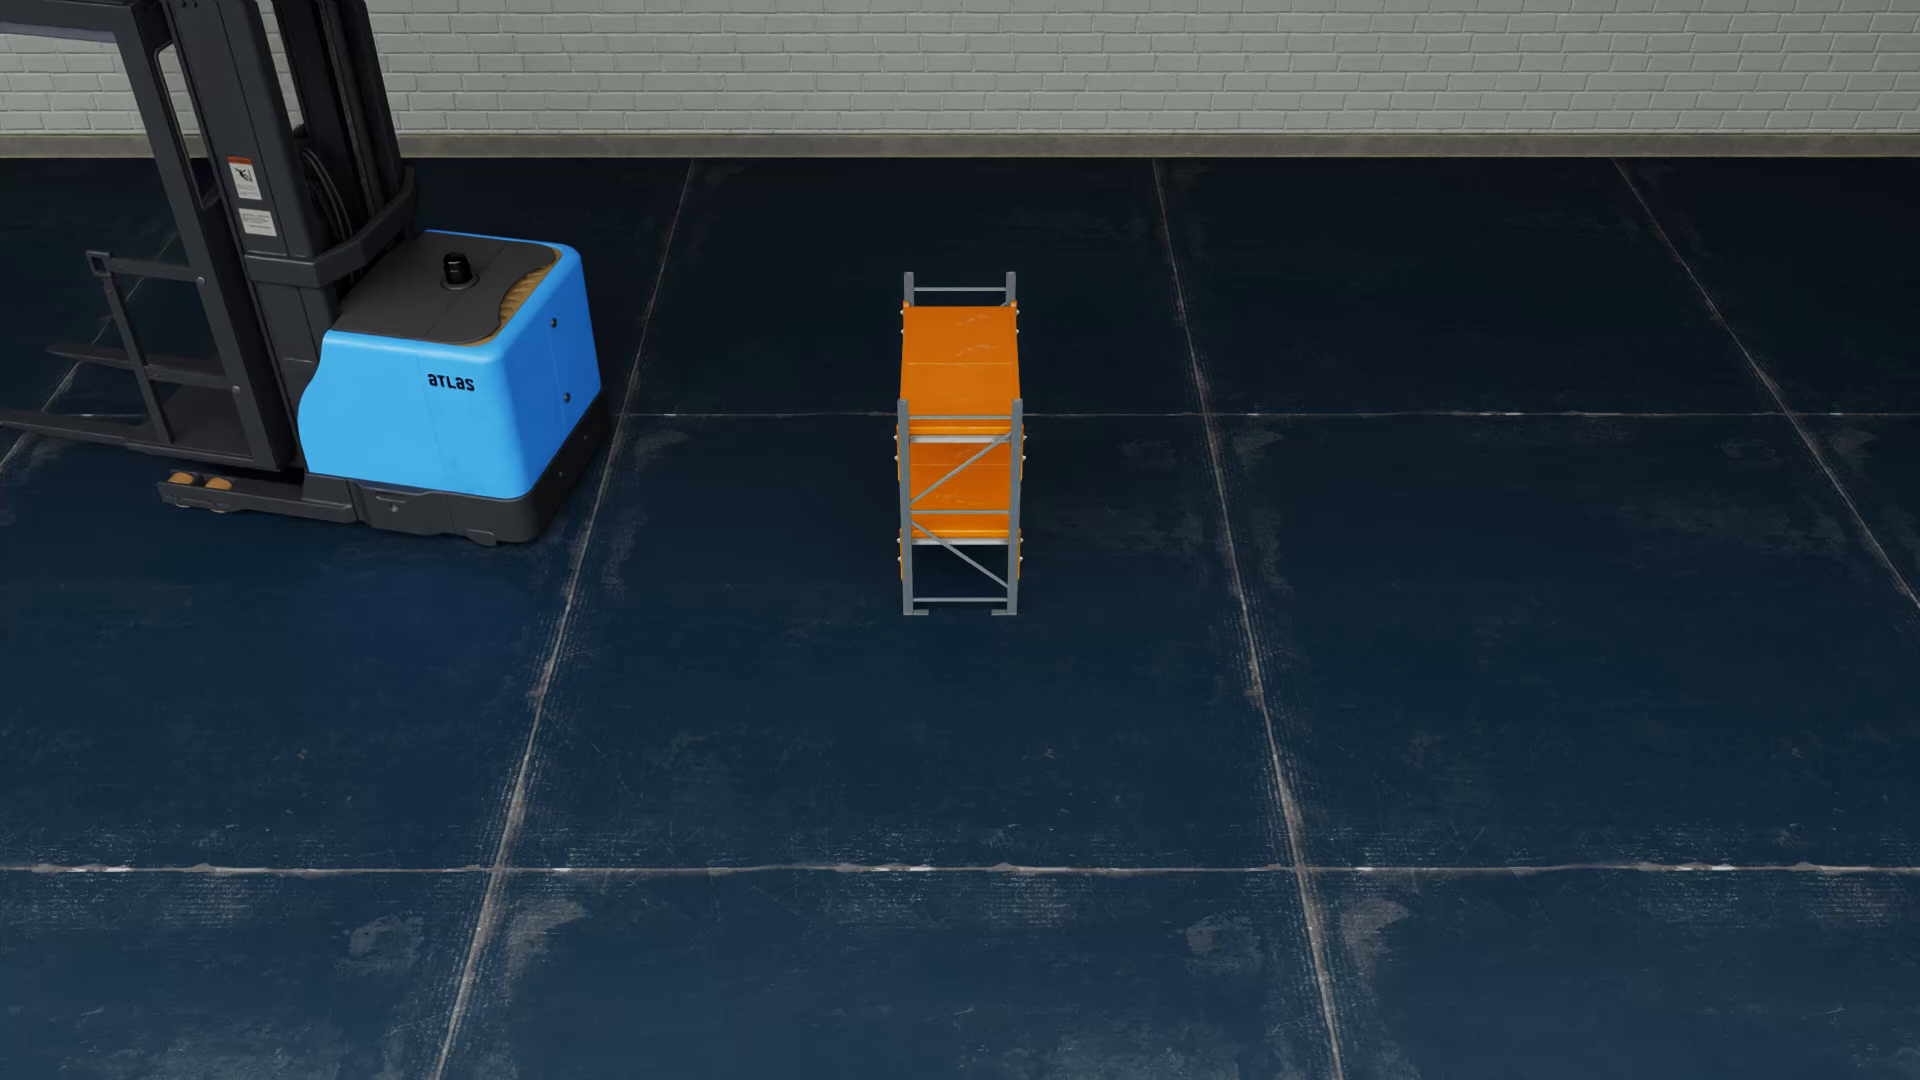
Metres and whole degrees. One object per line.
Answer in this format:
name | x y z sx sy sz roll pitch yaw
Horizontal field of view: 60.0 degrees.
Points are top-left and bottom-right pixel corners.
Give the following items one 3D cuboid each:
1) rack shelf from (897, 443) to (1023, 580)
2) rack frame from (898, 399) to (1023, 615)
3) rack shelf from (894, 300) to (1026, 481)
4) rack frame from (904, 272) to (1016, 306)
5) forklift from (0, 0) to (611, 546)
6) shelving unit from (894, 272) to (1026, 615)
rack shelf | 0.000 -0.244 7.546 0.538 0.278 1.000 0 39 0
rack frame | 0.001 -0.117 6.996 0.500 1.125 0.032 0 39 0
rack shelf | 0.000 -0.663 7.210 0.538 0.278 1.000 0 39 0
rack frame | -0.001 -0.753 7.790 0.500 1.125 0.032 0 39 0
forklift | -3.323 -1.585 7.385 3.031 2.935 1.130 8 39 10
shelving unit | 0.000 -0.435 7.393 0.538 1.125 1.048 0 39 0
